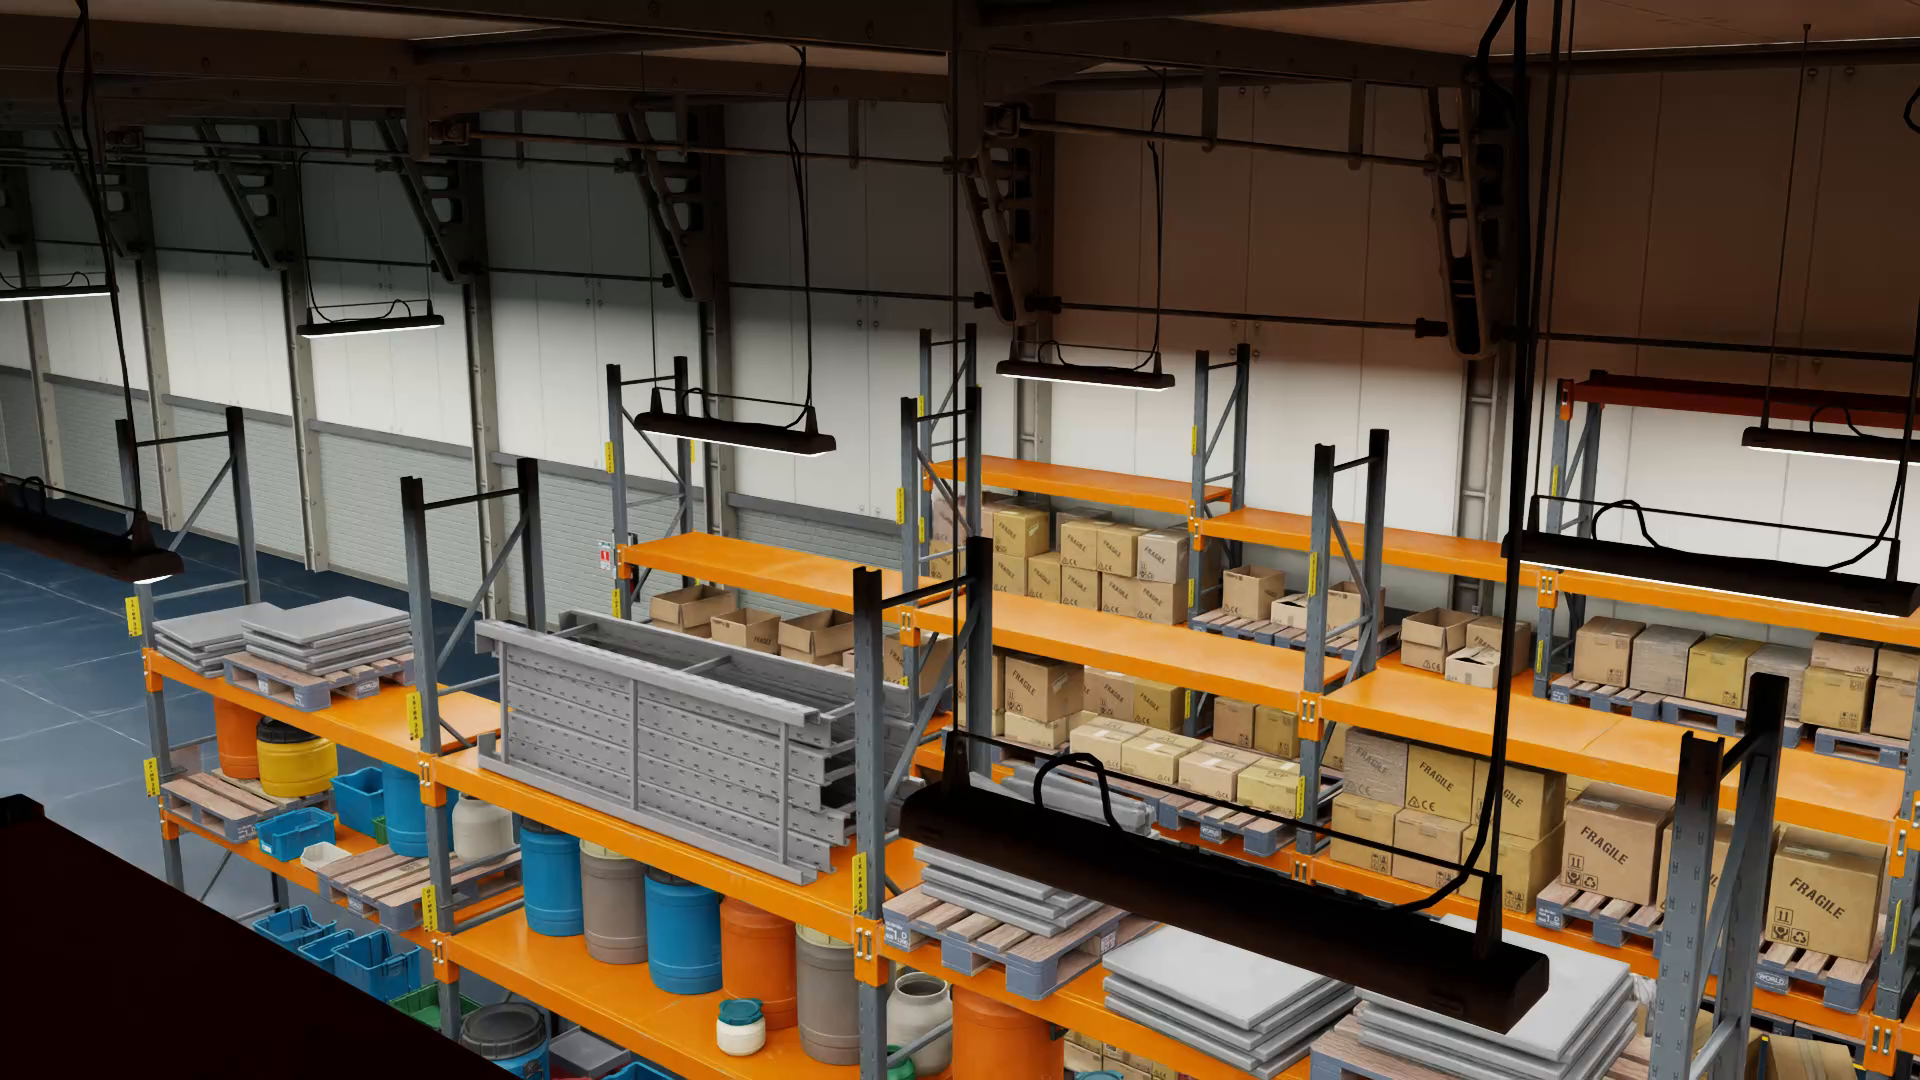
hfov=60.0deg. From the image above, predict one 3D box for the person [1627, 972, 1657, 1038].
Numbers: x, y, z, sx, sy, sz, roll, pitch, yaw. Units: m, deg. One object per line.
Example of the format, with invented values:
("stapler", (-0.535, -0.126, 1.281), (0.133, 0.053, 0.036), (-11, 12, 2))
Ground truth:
("person", (5.678, 4.137, 14.140), (0.493, 1.667, 0.517), (-4, 13, -16))
